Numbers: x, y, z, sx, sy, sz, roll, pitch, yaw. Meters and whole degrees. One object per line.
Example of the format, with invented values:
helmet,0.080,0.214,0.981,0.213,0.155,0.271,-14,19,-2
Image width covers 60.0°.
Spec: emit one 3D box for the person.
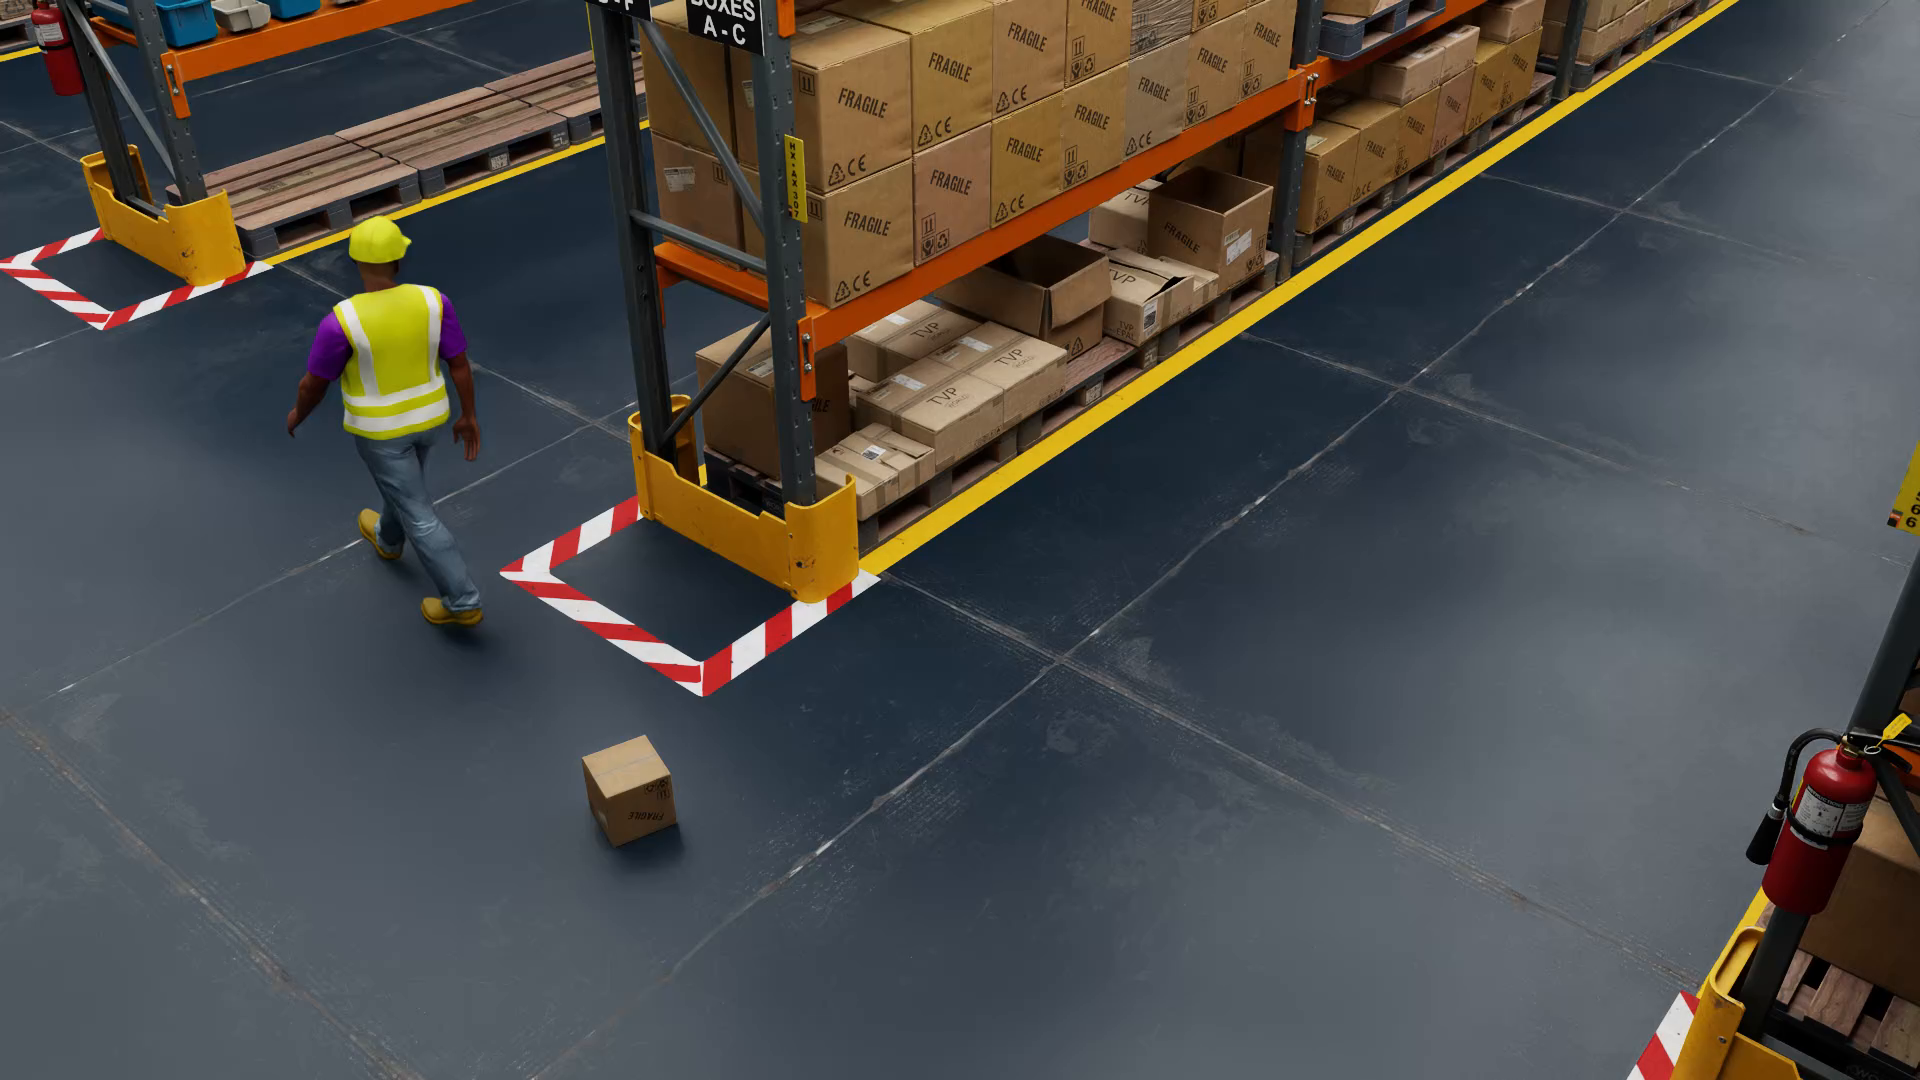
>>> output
person,-2.377,-0.515,6.870,1.053,1.719,0.632,27,43,33
